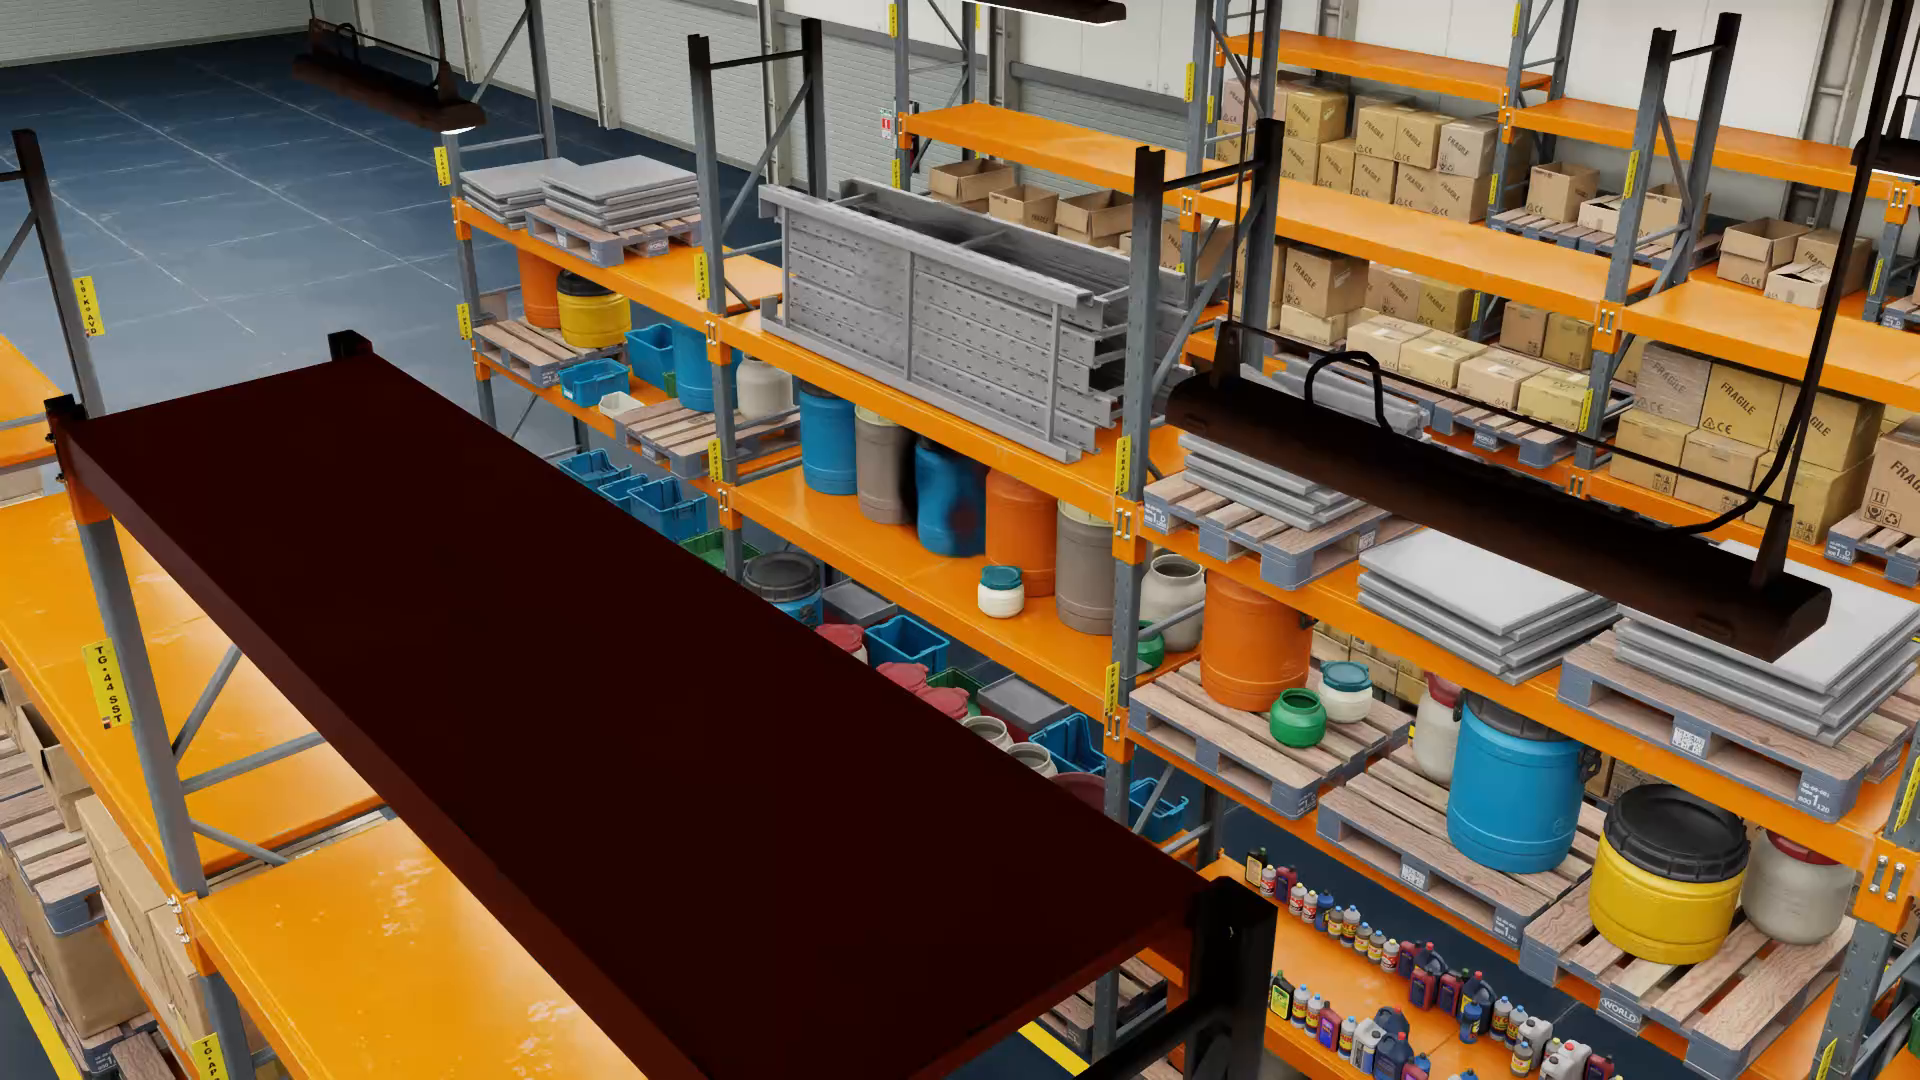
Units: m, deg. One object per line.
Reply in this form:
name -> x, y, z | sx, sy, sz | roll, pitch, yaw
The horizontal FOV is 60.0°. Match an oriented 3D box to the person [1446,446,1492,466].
person -> 5.041, -0.487, 16.772 | 0.795, 1.666, 0.530 | 20, 33, 34
